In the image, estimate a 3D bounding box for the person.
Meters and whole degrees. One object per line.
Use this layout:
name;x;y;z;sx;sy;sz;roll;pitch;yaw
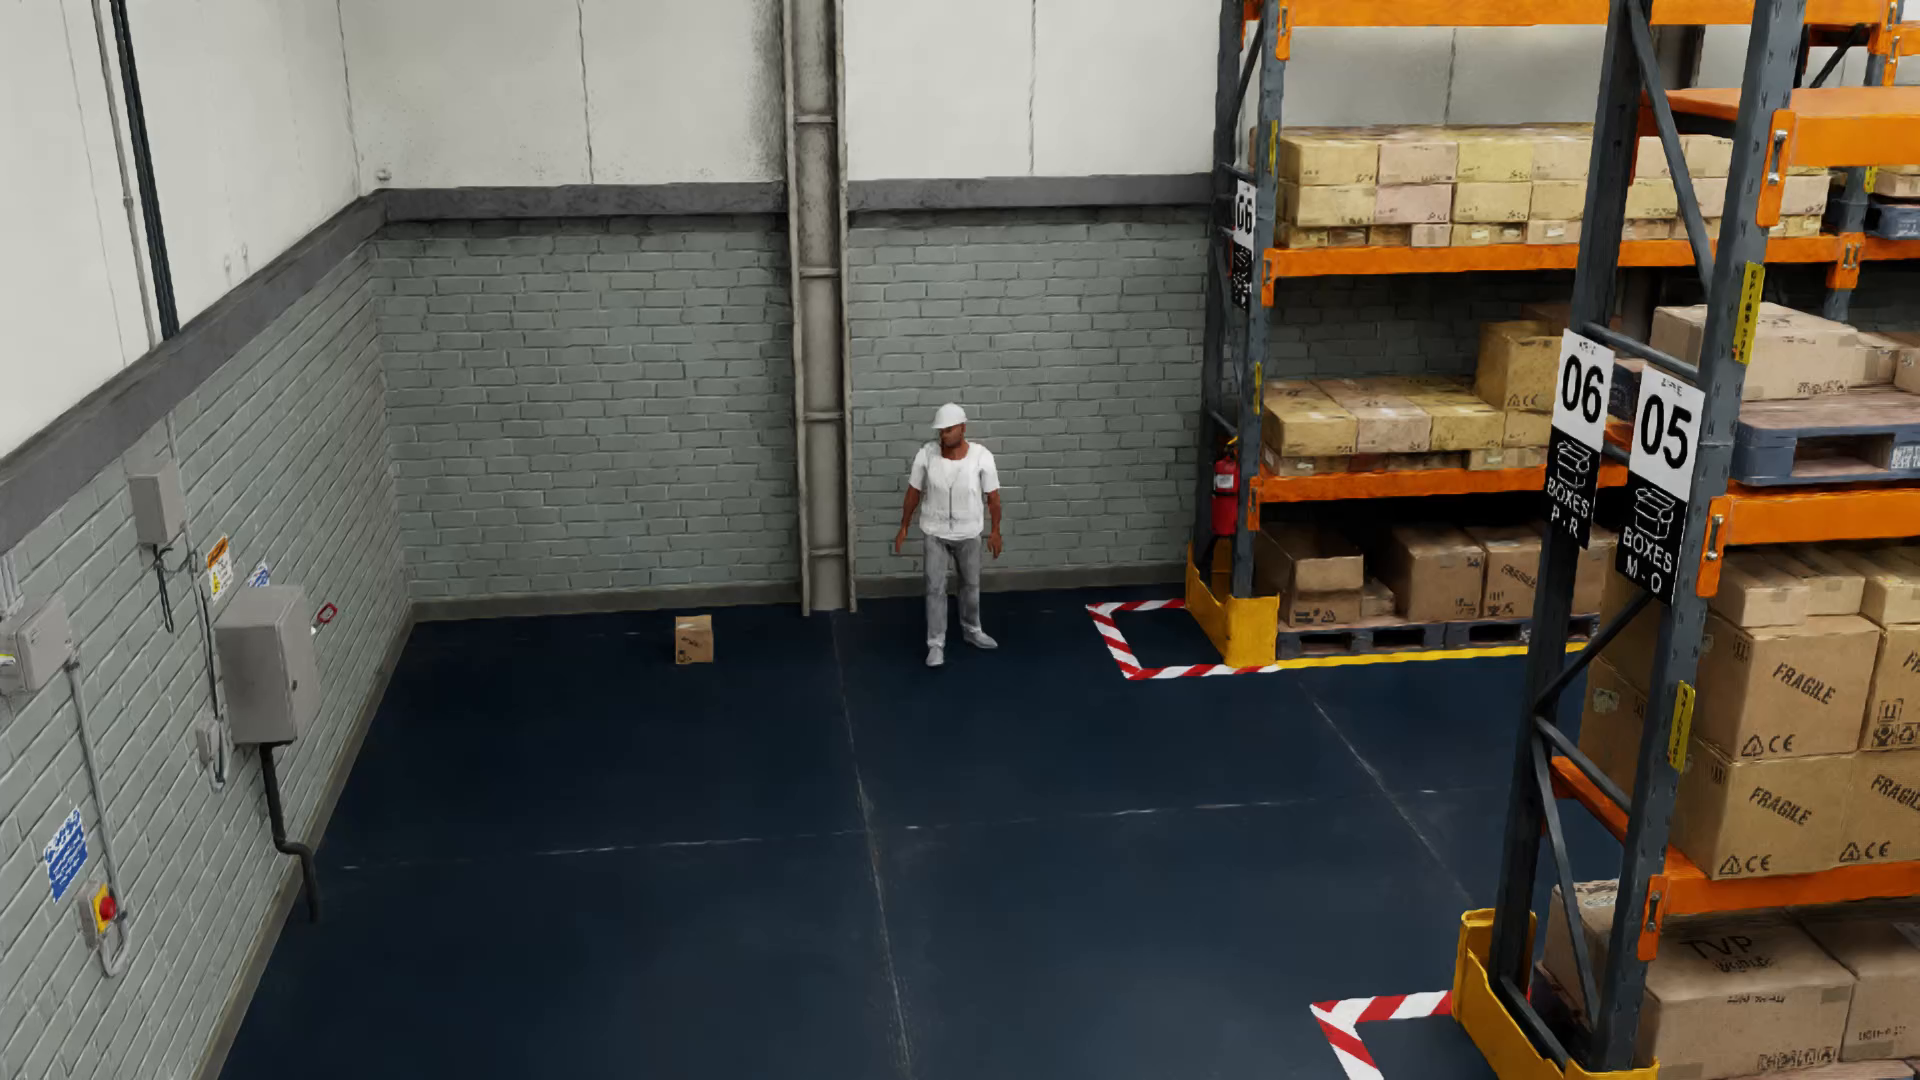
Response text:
person;-0.075;-0.040;11.118;0.724;1.768;0.583;0;20;-1
